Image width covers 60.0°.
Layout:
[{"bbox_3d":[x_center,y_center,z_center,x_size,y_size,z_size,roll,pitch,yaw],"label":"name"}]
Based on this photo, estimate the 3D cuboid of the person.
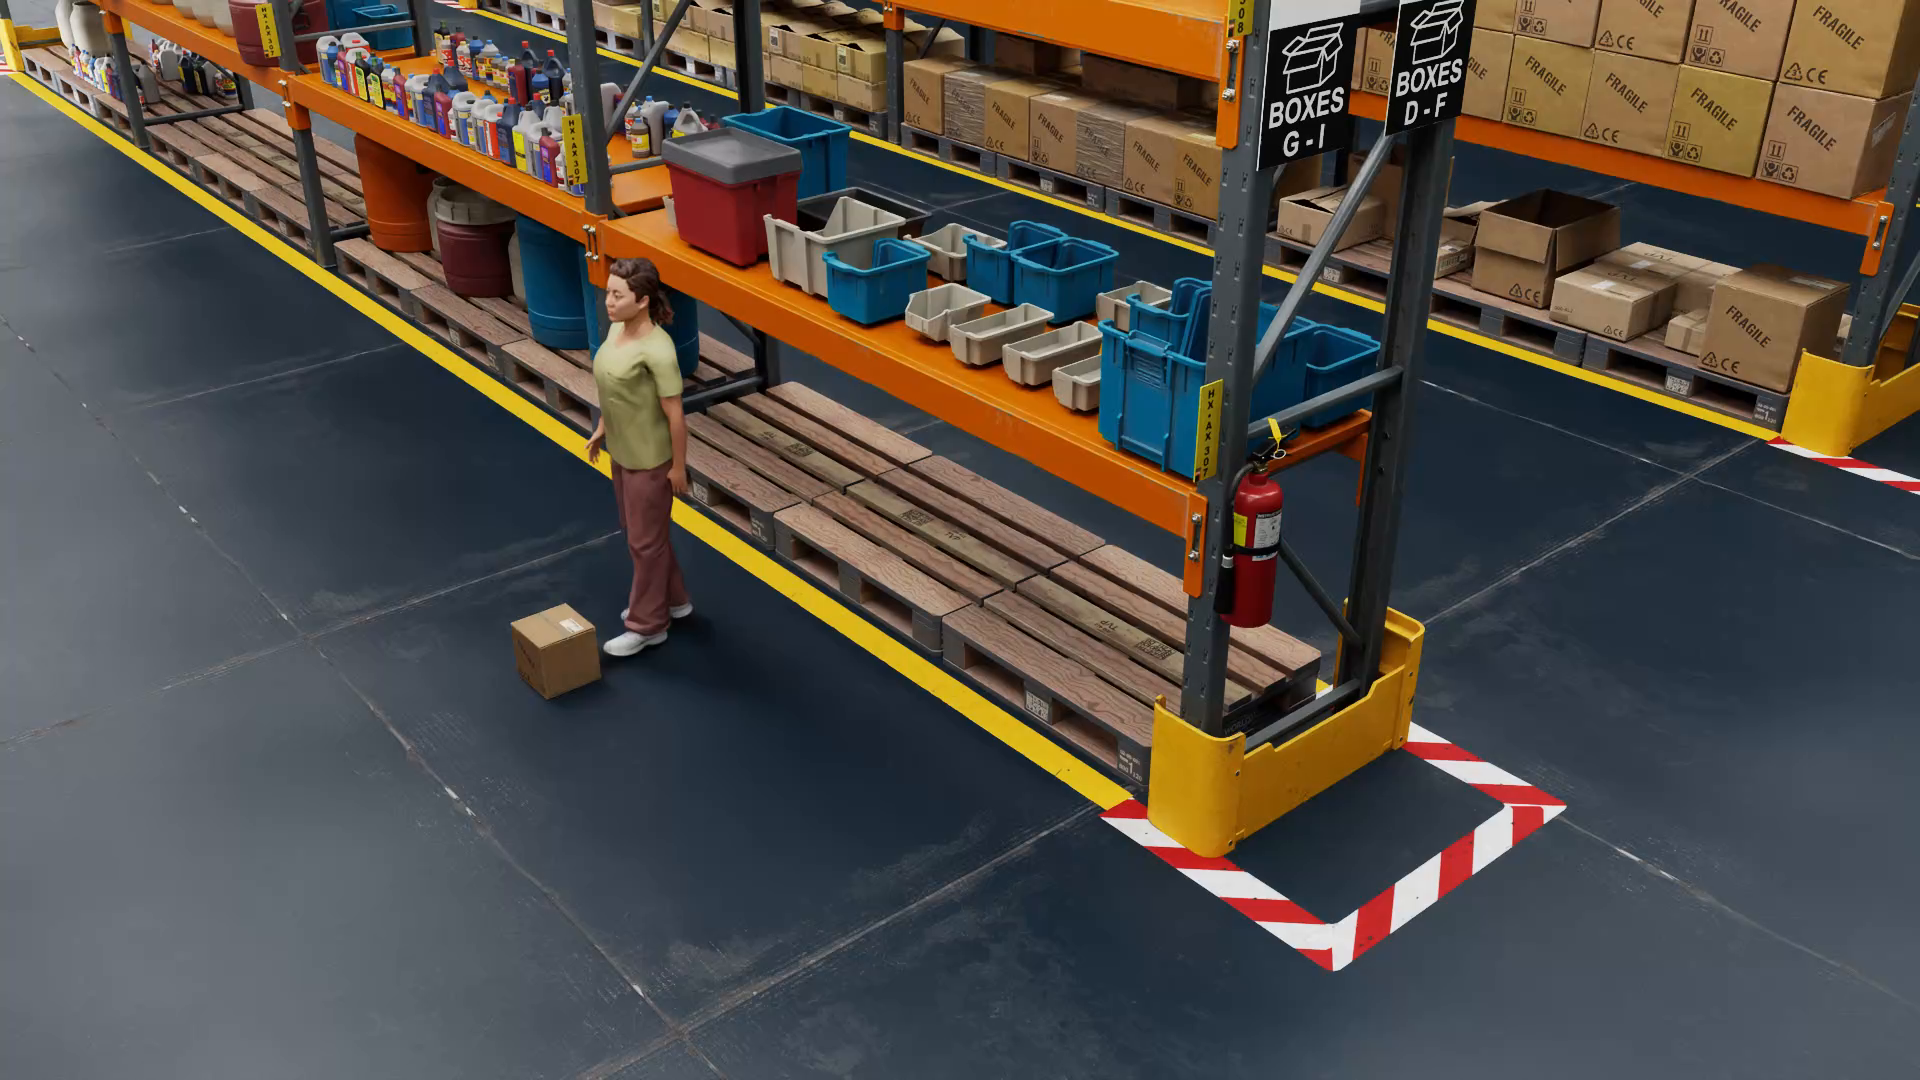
[{"bbox_3d":[-1.329,-0.326,6.698,0.469,1.683,0.502,-17,33,-29],"label":"person"}]
